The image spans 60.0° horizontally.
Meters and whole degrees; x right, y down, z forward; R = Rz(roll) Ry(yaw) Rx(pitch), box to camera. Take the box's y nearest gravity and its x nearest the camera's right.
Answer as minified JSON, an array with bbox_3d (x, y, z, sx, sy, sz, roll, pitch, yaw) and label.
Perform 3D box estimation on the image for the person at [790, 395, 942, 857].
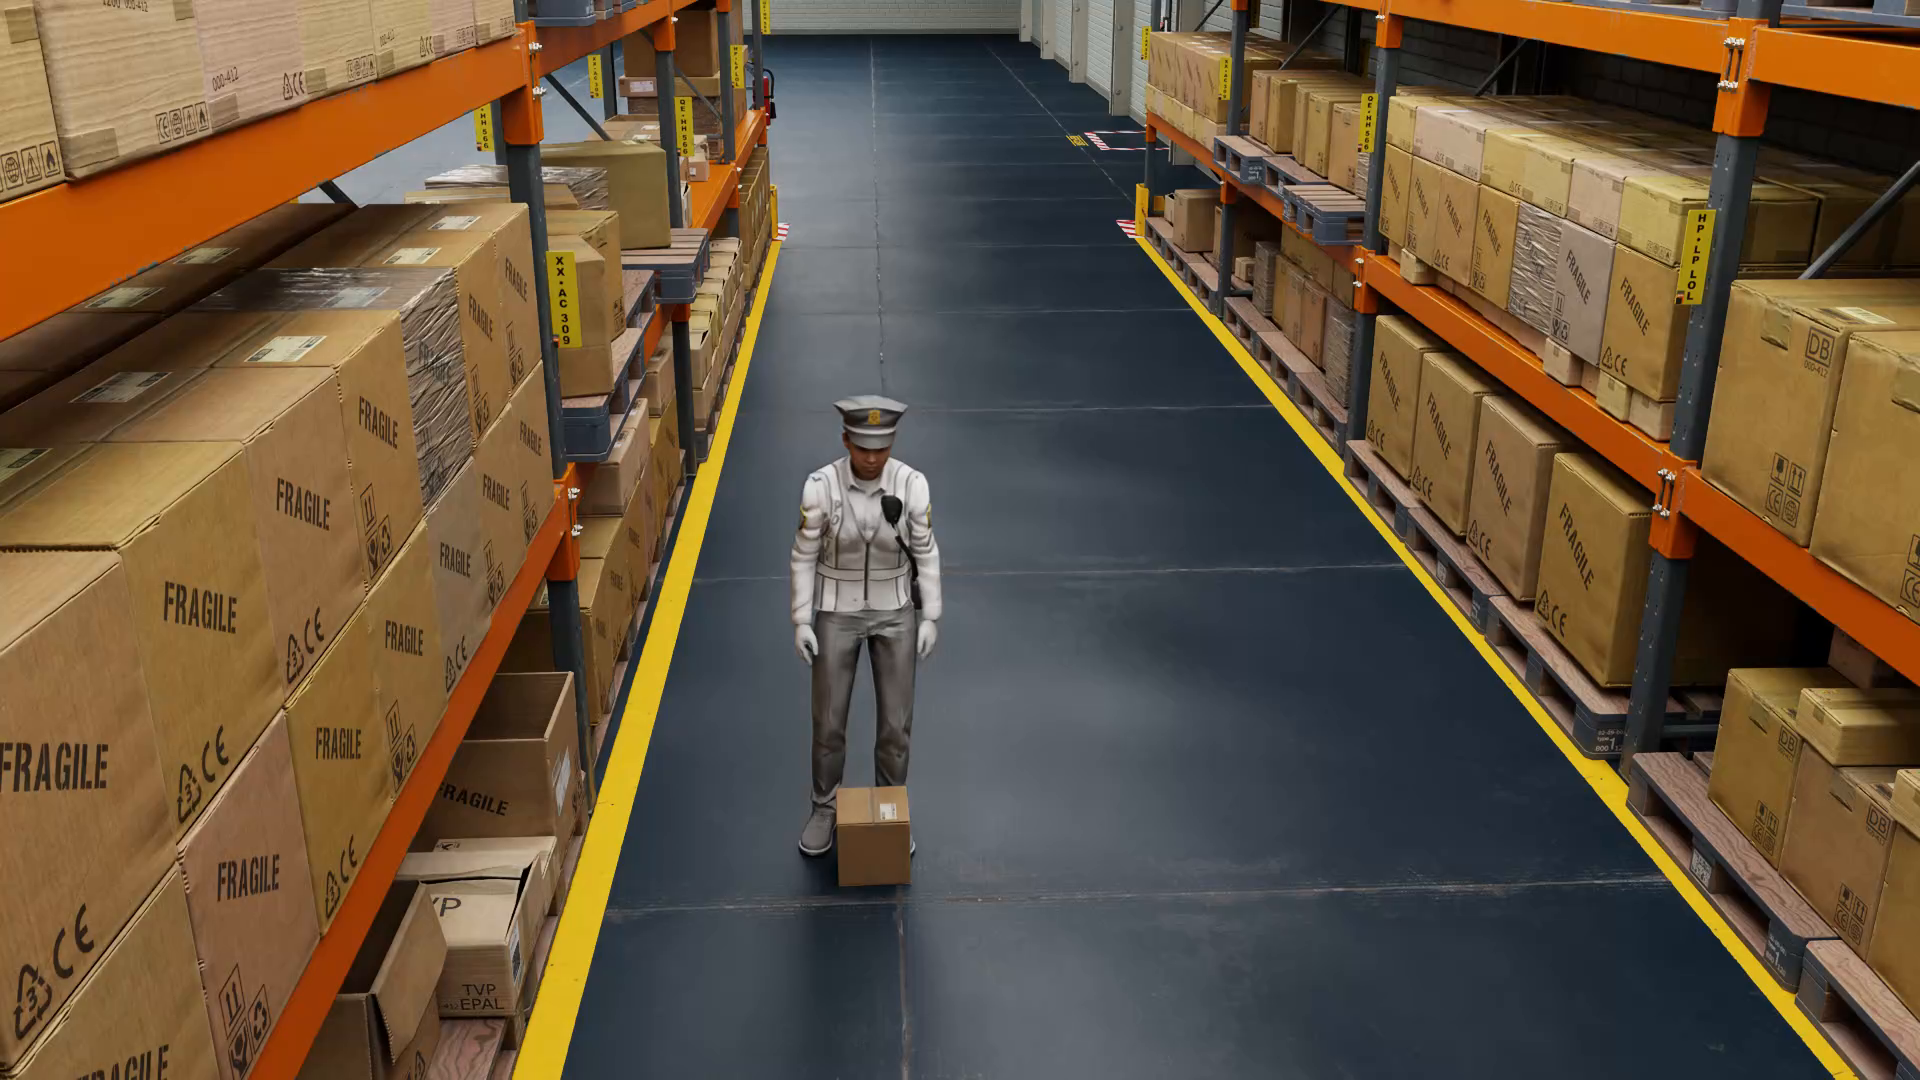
[{"bbox_3d":[-0.323,0.296,5.782,0.530,1.662,0.414,-2,21,-5],"label":"person"}]
